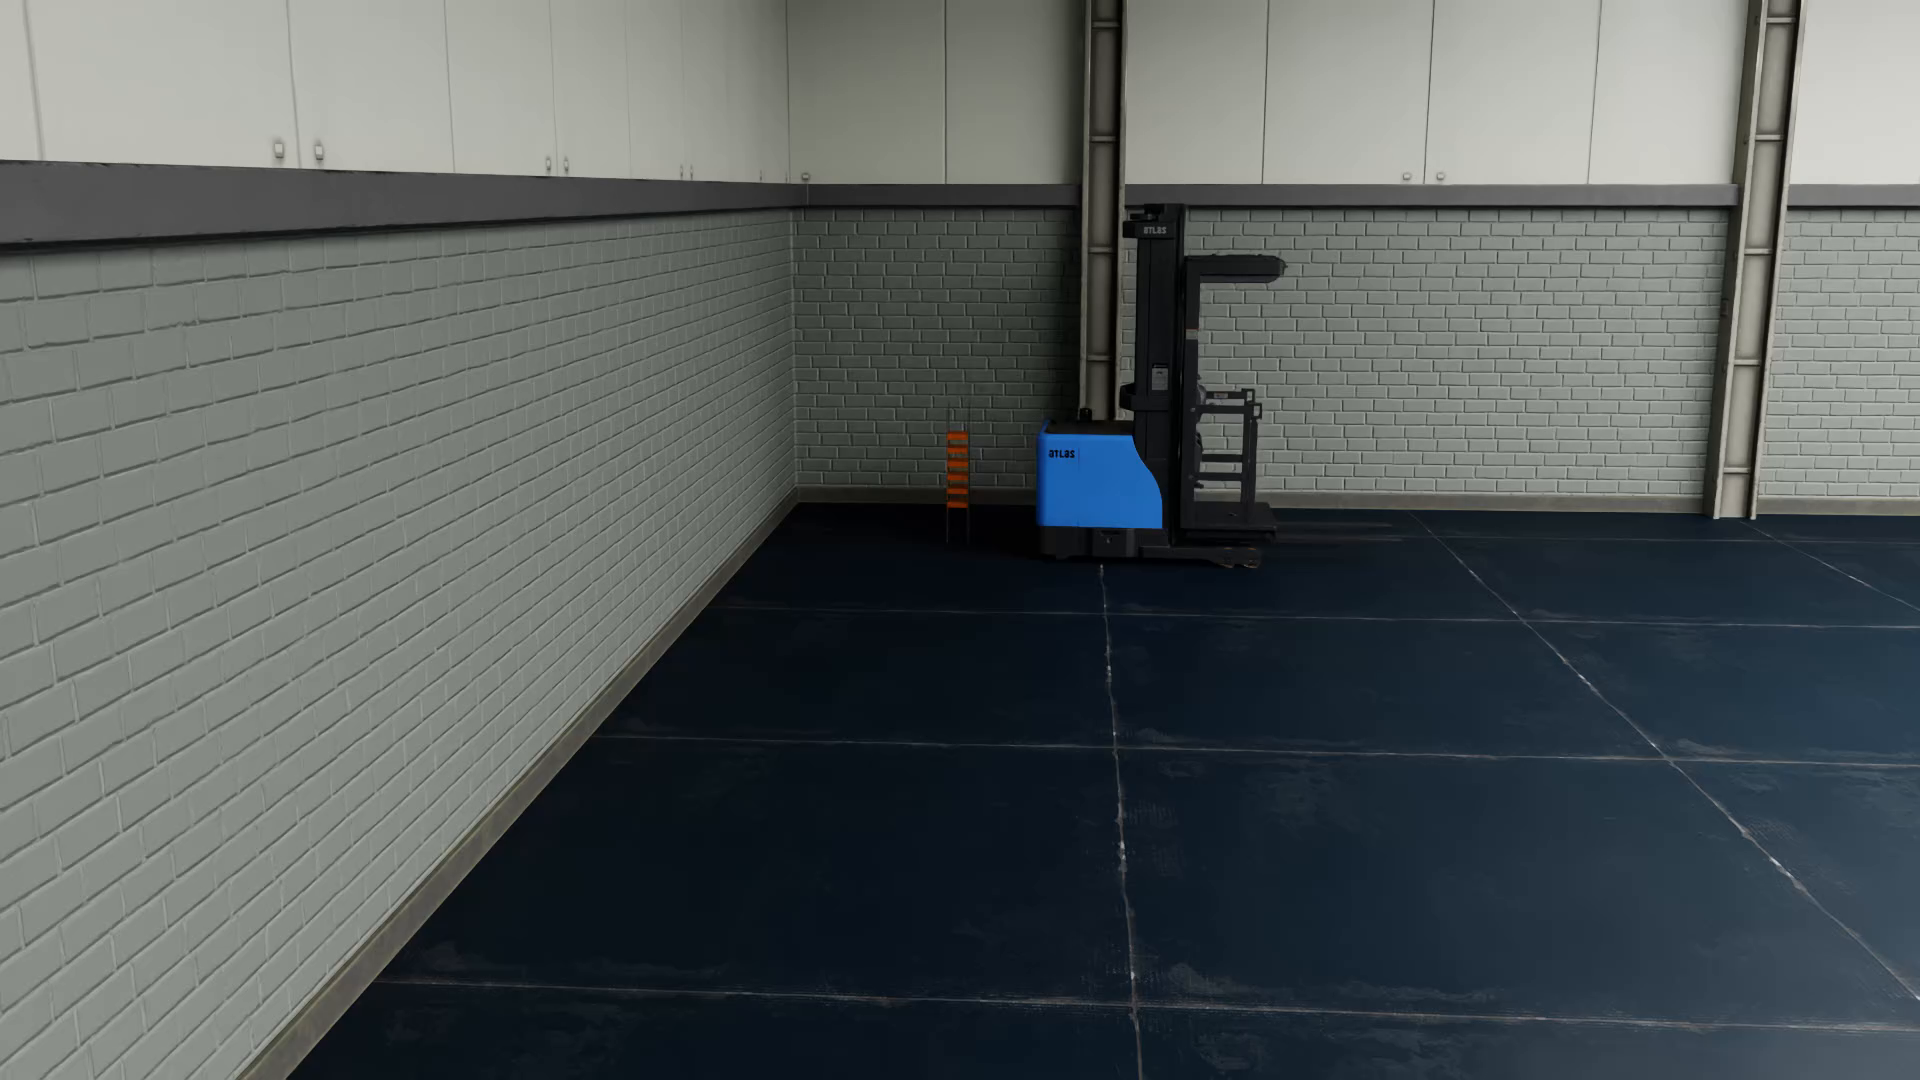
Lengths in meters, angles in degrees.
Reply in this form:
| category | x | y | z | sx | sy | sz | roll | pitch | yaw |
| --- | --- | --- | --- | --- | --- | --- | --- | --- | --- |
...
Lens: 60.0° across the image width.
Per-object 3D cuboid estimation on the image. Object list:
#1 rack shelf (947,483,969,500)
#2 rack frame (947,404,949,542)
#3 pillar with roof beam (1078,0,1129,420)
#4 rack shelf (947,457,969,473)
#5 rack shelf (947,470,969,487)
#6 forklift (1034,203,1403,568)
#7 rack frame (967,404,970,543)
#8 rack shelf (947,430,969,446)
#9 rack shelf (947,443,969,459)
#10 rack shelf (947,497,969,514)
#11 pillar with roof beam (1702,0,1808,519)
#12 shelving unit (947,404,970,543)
| category | x | y | z | sx | sy | sz | roll | pitch | yaw |
| --- | --- | --- | --- | --- | --- | --- | --- | --- | --- |
| rack shelf | -0.014 | -0.427 | 14.680 | 0.180 | 0.103 | 0.258 | 1 | 12 | 4 |
| rack frame | -0.106 | -0.589 | 14.652 | 0.006 | 1.200 | 0.240 | 1 | 12 | 4 |
| pillar with roof beam | 1.058 | -3.837 | 11.134 | 0.400 | 9.000 | 9.100 | 1 | 12 | 4 |
| rack shelf | -0.014 | -0.661 | 14.631 | 0.180 | 0.103 | 0.258 | 1 | 12 | 4 |
| rack shelf | -0.014 | -0.544 | 14.655 | 0.180 | 0.103 | 0.258 | 1 | 12 | 4 |
| forklift | 2.172 | -1.316 | 13.902 | 3.031 | 2.935 | 1.130 | 1 | 12 | 6 |
| rack frame | 0.077 | -0.586 | 14.640 | 0.006 | 1.200 | 0.240 | 1 | 12 | 4 |
| rack shelf | -0.014 | -0.896 | 14.582 | 0.180 | 0.103 | 0.258 | 1 | 12 | 4 |
| rack shelf | -0.014 | -0.779 | 14.606 | 0.180 | 0.103 | 0.258 | 1 | 12 | 4 |
| rack shelf | -0.014 | -0.309 | 14.704 | 0.180 | 0.103 | 0.258 | 1 | 12 | 4 |
| pillar with roof beam | 7.045 | -3.755 | 10.742 | 0.400 | 9.000 | 9.100 | 1 | 12 | 4 |
| shelving unit | -0.014 | -0.587 | 14.646 | 0.189 | 1.200 | 0.258 | 1 | 12 | 4 |
